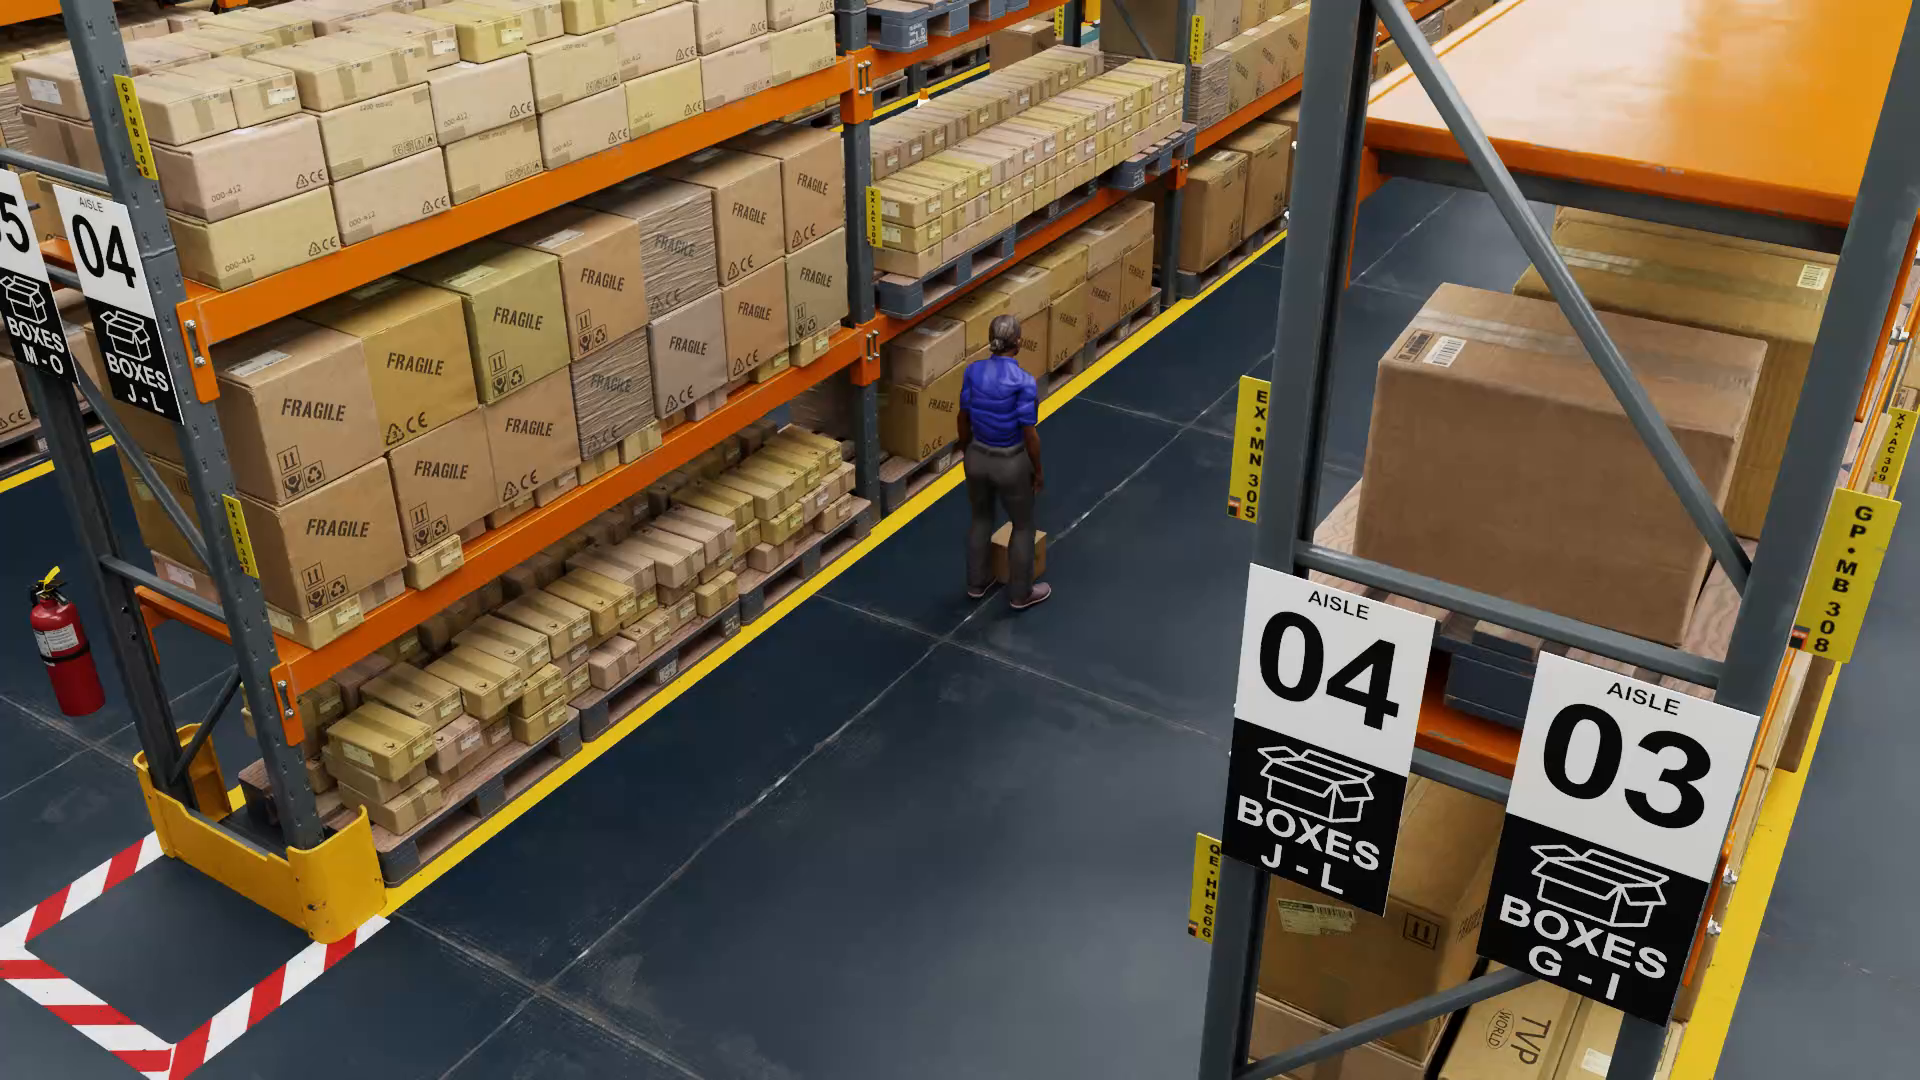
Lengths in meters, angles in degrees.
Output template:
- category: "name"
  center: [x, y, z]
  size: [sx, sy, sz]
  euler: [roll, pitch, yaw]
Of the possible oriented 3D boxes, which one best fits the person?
- category: "person"
  center: [0.226, -0.406, 8.872]
  size: [0.505, 1.654, 0.353]
  euler: [16, 34, 25]
